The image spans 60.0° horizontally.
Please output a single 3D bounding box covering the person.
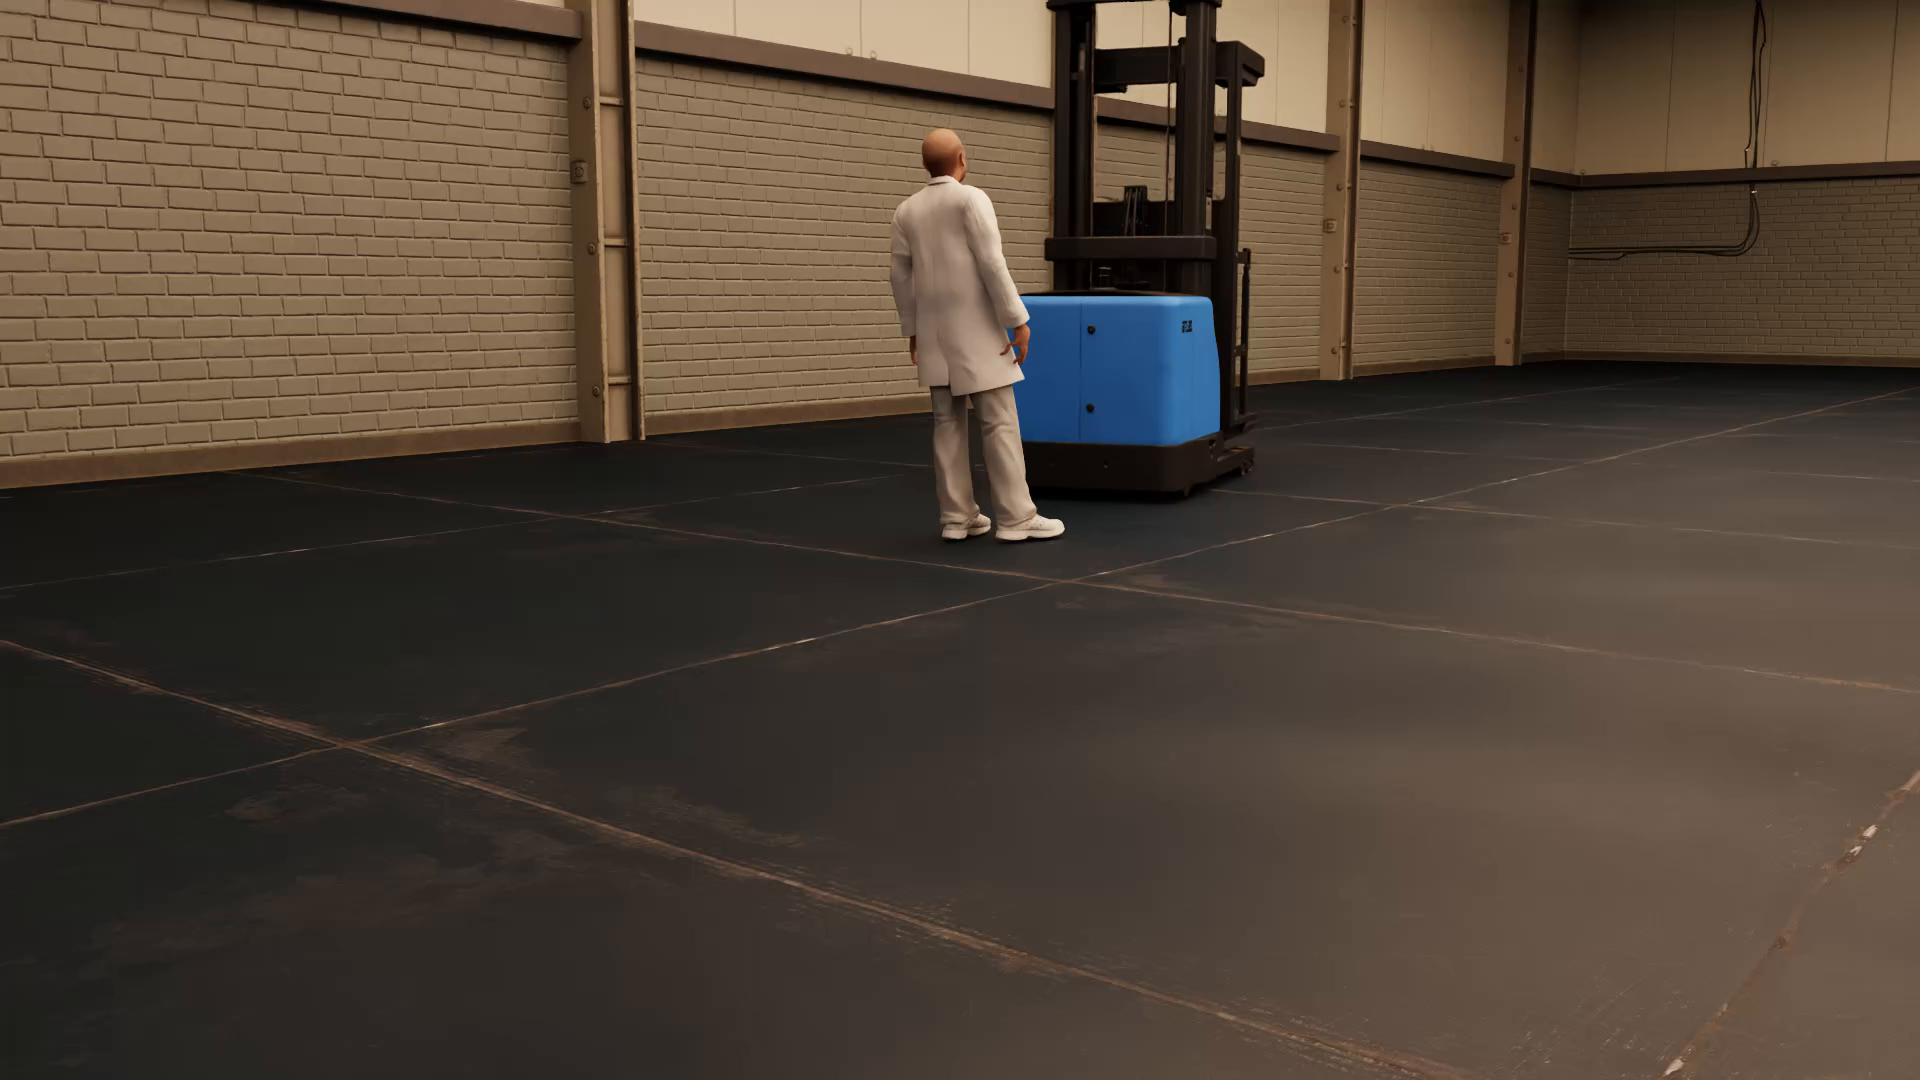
[{"bbox_3d":[0.060,-0.896,7.342,0.694,1.776,0.581,7,11,38],"label":"person"}]

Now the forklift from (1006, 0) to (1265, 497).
[{"bbox_3d":[1.176,-1.854,9.954,1.130,2.935,3.031,3,9,21],"label":"forklift"}]
